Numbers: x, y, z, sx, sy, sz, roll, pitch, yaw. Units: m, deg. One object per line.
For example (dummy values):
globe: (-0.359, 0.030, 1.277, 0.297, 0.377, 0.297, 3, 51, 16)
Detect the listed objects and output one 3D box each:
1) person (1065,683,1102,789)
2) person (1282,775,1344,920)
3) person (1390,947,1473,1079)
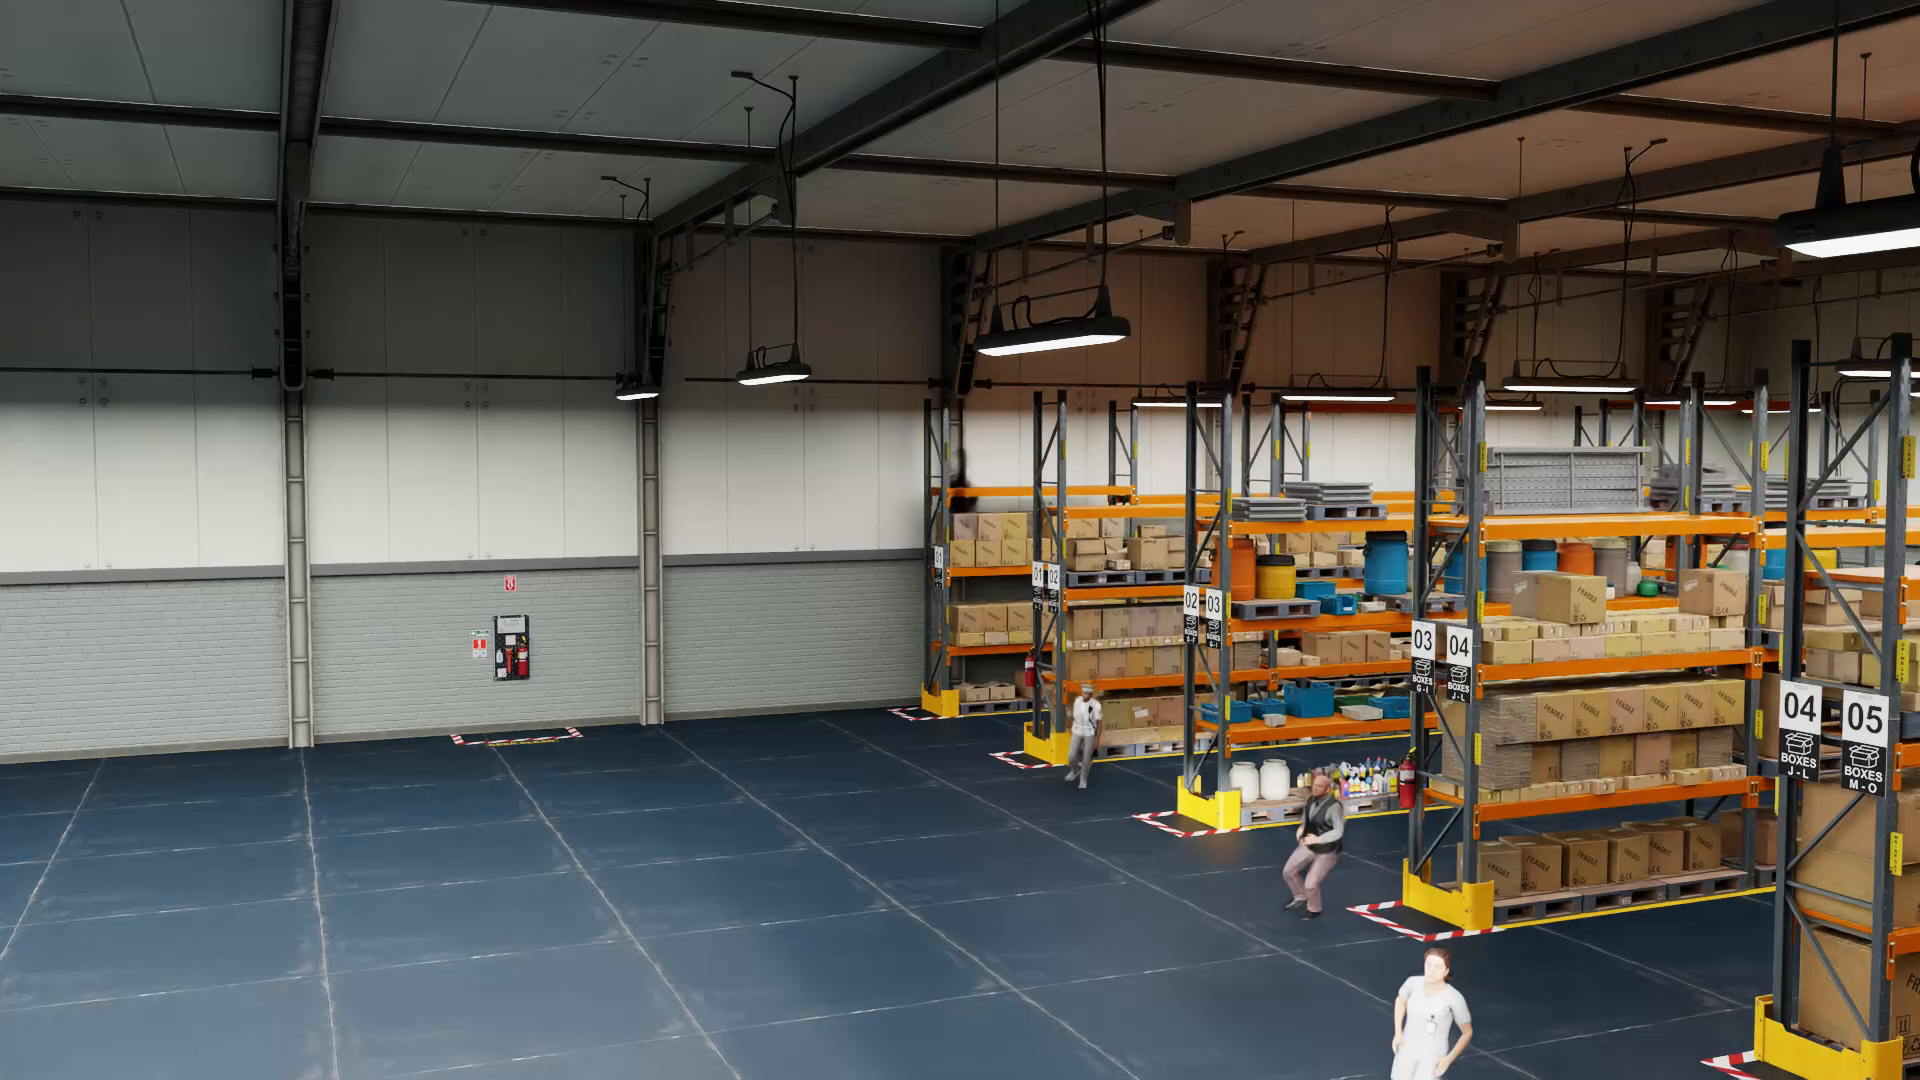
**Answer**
person: (1.833, 2.911, 24.733, 0.594, 1.627, 0.566, 1, 3, 14)
person: (3.772, 3.323, 17.854, 0.639, 1.647, 0.843, -3, 4, -39)
person: (3.347, 3.662, 11.832, 0.633, 1.625, 0.559, 2, 4, 32)
